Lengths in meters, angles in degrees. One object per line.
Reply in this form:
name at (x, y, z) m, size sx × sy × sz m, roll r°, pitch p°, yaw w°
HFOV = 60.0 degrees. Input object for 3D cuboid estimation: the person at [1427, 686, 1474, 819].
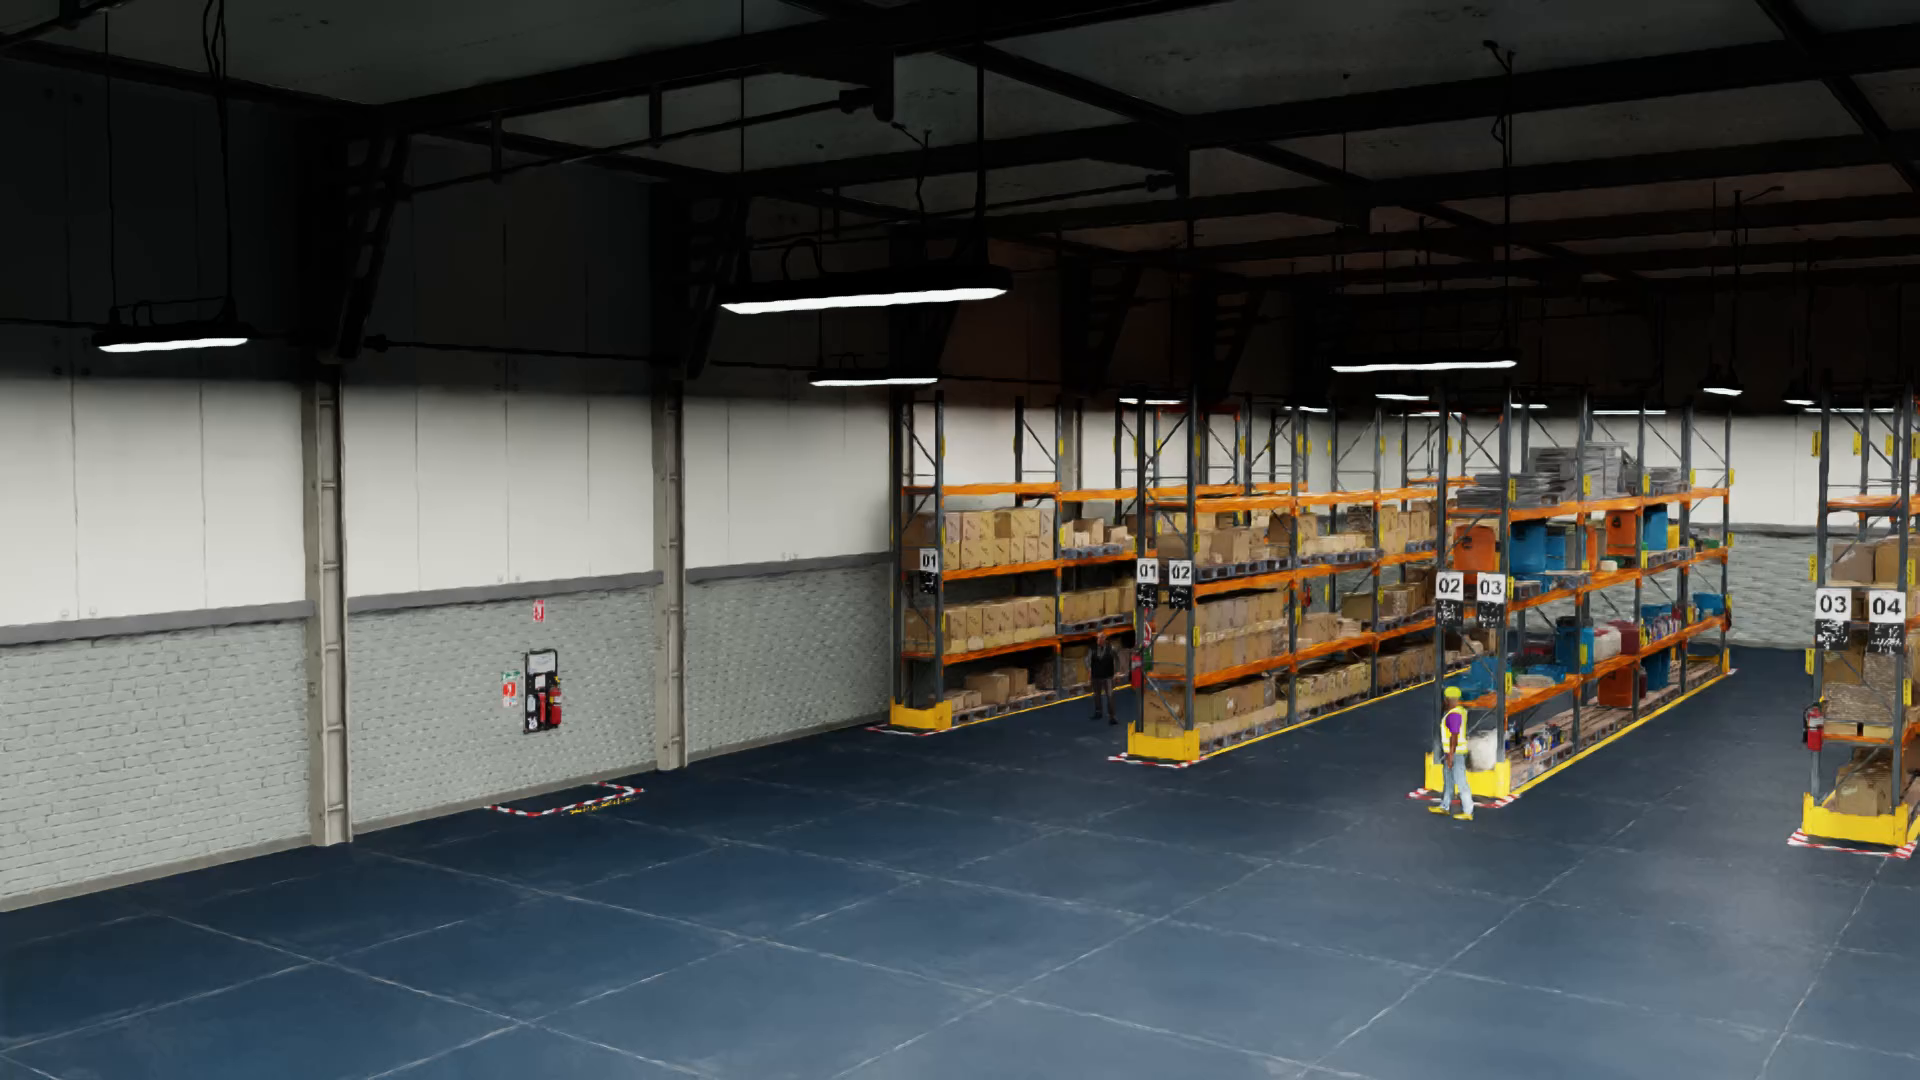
person at (6.640, 2.856, 22.483) m, size 0.624 × 1.767 × 0.687 m, roll 1°, pitch 3°, yaw 20°

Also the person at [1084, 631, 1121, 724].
person at (2.597, 2.472, 30.152) m, size 0.674 × 1.660 × 0.841 m, roll 1°, pitch 3°, yaw 18°

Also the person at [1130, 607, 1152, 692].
person at (3.685, 2.212, 33.748) m, size 0.444 × 1.779 × 0.598 m, roll 1°, pitch 3°, yaw 11°
